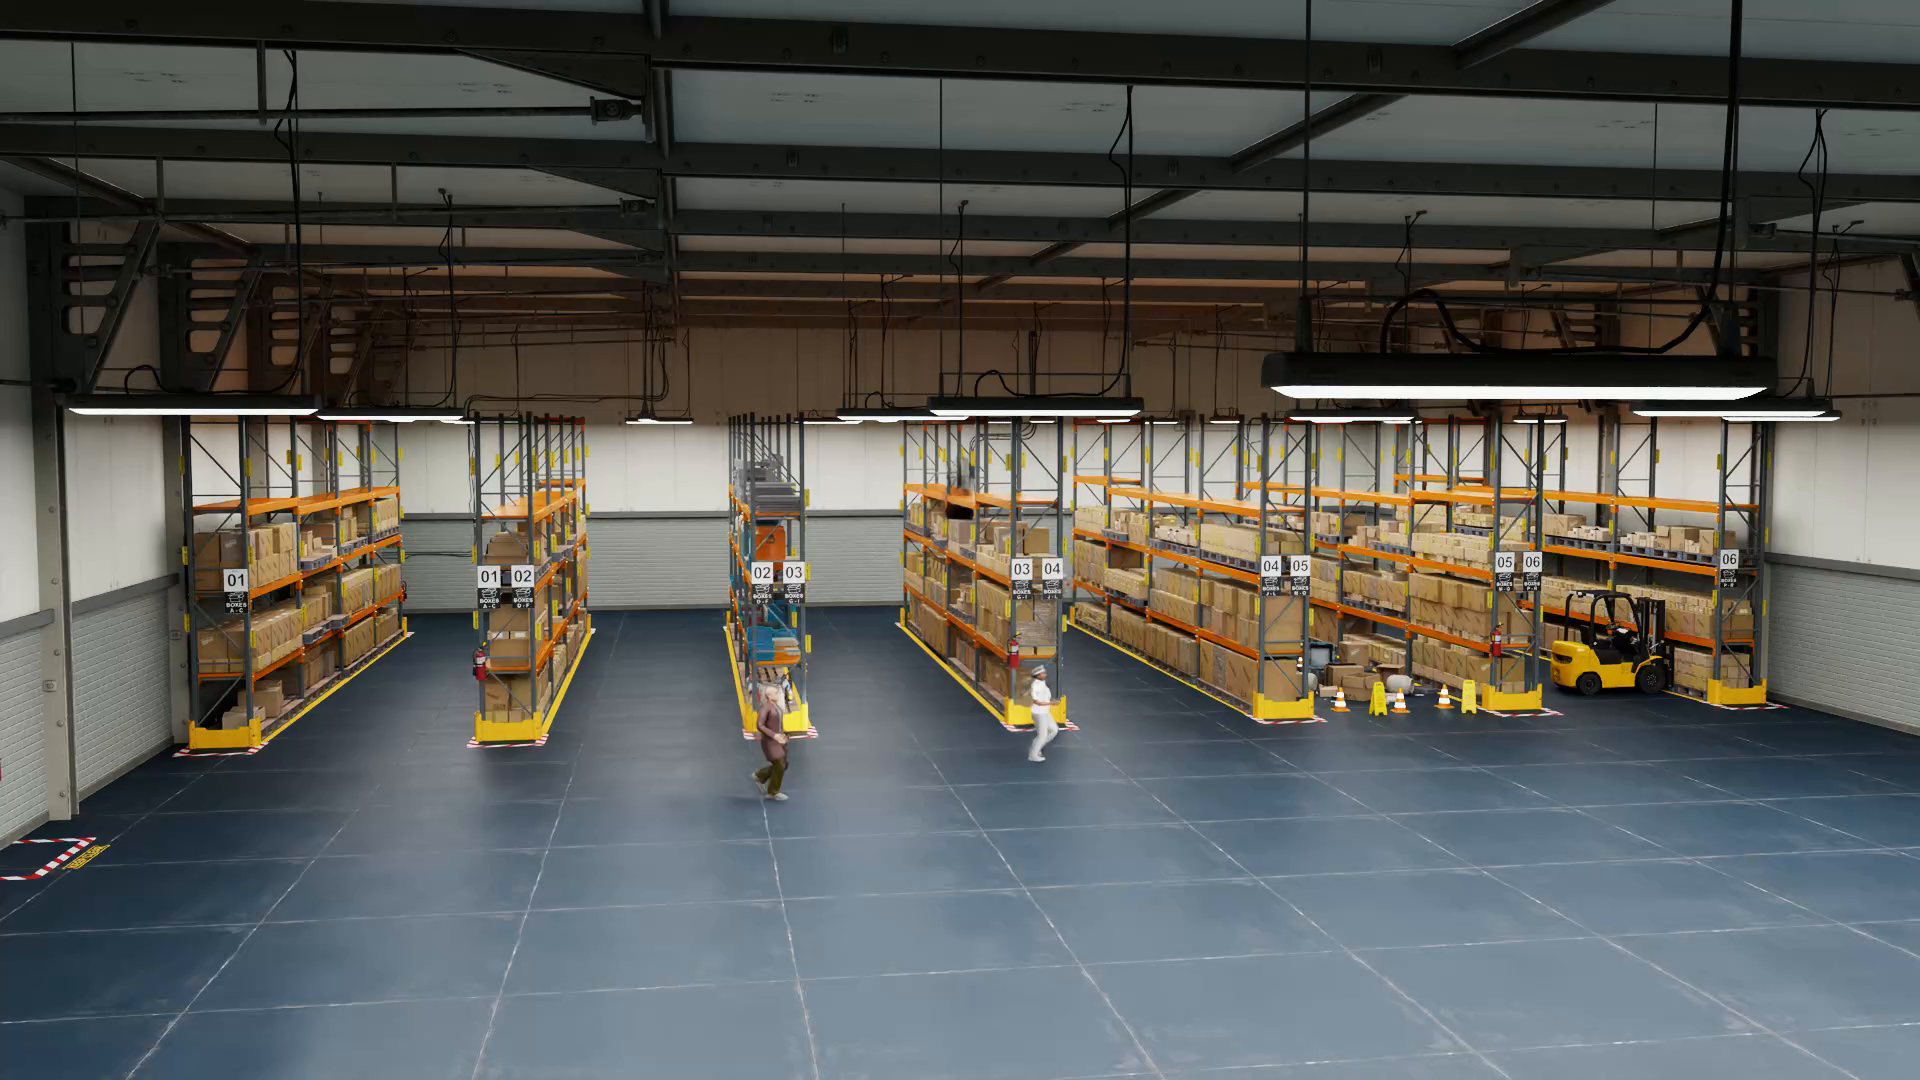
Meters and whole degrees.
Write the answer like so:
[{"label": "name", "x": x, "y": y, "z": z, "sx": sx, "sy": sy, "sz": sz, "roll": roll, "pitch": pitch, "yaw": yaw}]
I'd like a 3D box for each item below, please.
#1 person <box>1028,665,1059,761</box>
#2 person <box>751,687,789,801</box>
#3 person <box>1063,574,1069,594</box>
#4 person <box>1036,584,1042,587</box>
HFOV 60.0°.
[{"label": "person", "x": 1.445, "y": 2.951, "z": 28.389, "sx": 0.572, "sy": 1.663, "sz": 0.563, "roll": 1, "pitch": 4, "yaw": 16}, {"label": "person", "x": -2.942, "y": 3.117, "z": 25.520, "sx": 0.639, "sy": 1.746, "sz": 0.716, "roll": 1, "pitch": 4, "yaw": 14}, {"label": "person", "x": 2.829, "y": 1.566, "z": 49.265, "sx": 0.865, "sy": 1.660, "sz": 0.697, "roll": -4, "pitch": 5, "yaw": -42}, {"label": "person", "x": 2.191, "y": 1.731, "z": 46.924, "sx": 0.613, "sy": 1.596, "sz": 0.539, "roll": 0, "pitch": 4, "yaw": -6}]
